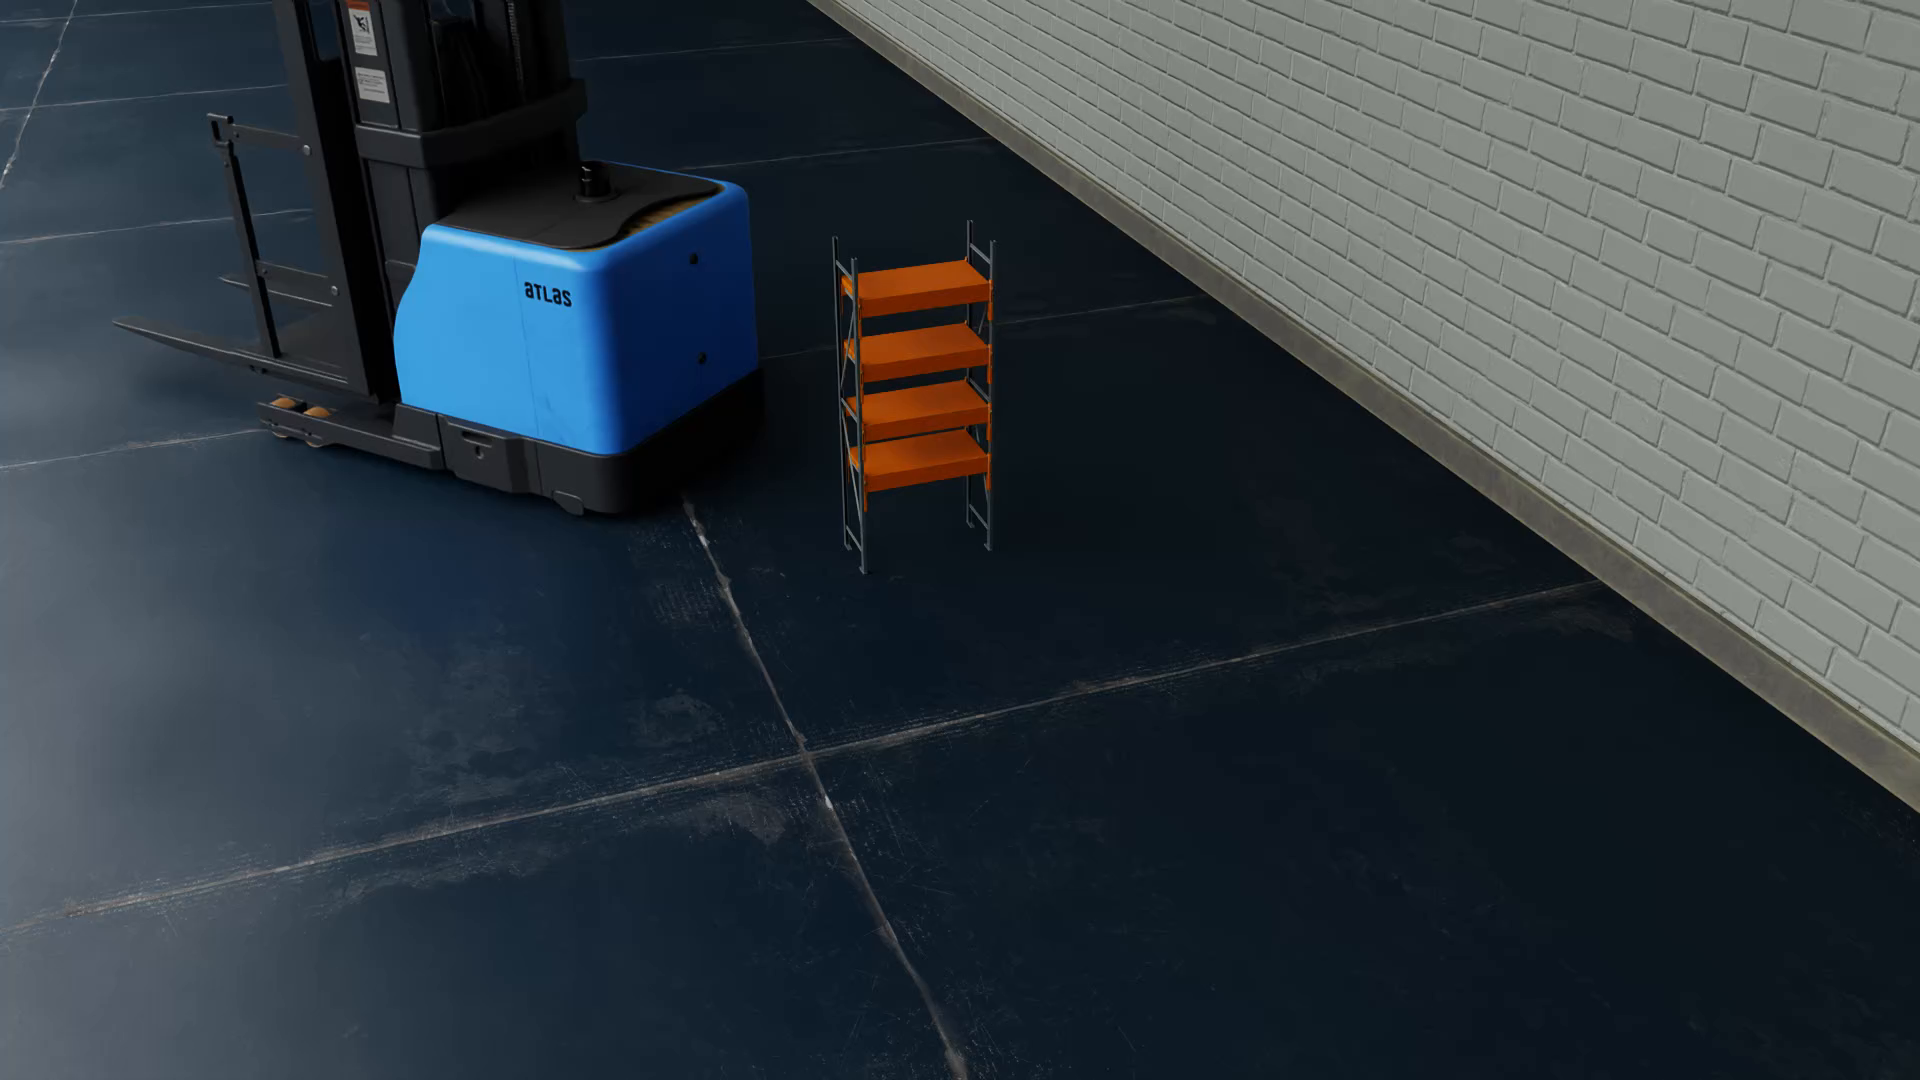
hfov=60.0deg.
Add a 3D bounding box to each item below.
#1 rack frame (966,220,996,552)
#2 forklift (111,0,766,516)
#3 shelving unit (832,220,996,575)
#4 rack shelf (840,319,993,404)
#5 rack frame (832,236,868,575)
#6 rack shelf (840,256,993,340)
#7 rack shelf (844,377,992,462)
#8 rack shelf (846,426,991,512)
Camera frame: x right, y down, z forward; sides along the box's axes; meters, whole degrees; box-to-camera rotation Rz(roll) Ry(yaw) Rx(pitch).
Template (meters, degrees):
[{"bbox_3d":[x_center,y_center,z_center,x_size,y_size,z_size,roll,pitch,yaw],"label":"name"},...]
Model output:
[{"bbox_3d":[0.074,-0.535,5.977,0.015,1.200,0.240,-10,31,-18],"label":"rack frame"},{"bbox_3d":[-2.364,-1.872,6.575,3.031,2.935,1.130,15,33,24],"label":"forklift"},{"bbox_3d":[-0.155,-0.493,5.903,0.503,1.200,0.258,-10,31,-18],"label":"shelving unit"},{"bbox_3d":[-0.155,-0.629,5.825,0.480,0.148,0.258,-10,31,-18],"label":"rack shelf"},{"bbox_3d":[-0.384,-0.451,5.829,0.015,1.200,0.240,-10,31,-18],"label":"rack frame"},{"bbox_3d":[-0.155,-0.834,5.708,0.480,0.148,0.258,-10,31,-18],"label":"rack shelf"},{"bbox_3d":[-0.155,-0.434,5.936,0.480,0.148,0.258,-10,31,-18],"label":"rack shelf"},{"bbox_3d":[-0.155,-0.262,6.034,0.480,0.148,0.258,-10,31,-18],"label":"rack shelf"}]
